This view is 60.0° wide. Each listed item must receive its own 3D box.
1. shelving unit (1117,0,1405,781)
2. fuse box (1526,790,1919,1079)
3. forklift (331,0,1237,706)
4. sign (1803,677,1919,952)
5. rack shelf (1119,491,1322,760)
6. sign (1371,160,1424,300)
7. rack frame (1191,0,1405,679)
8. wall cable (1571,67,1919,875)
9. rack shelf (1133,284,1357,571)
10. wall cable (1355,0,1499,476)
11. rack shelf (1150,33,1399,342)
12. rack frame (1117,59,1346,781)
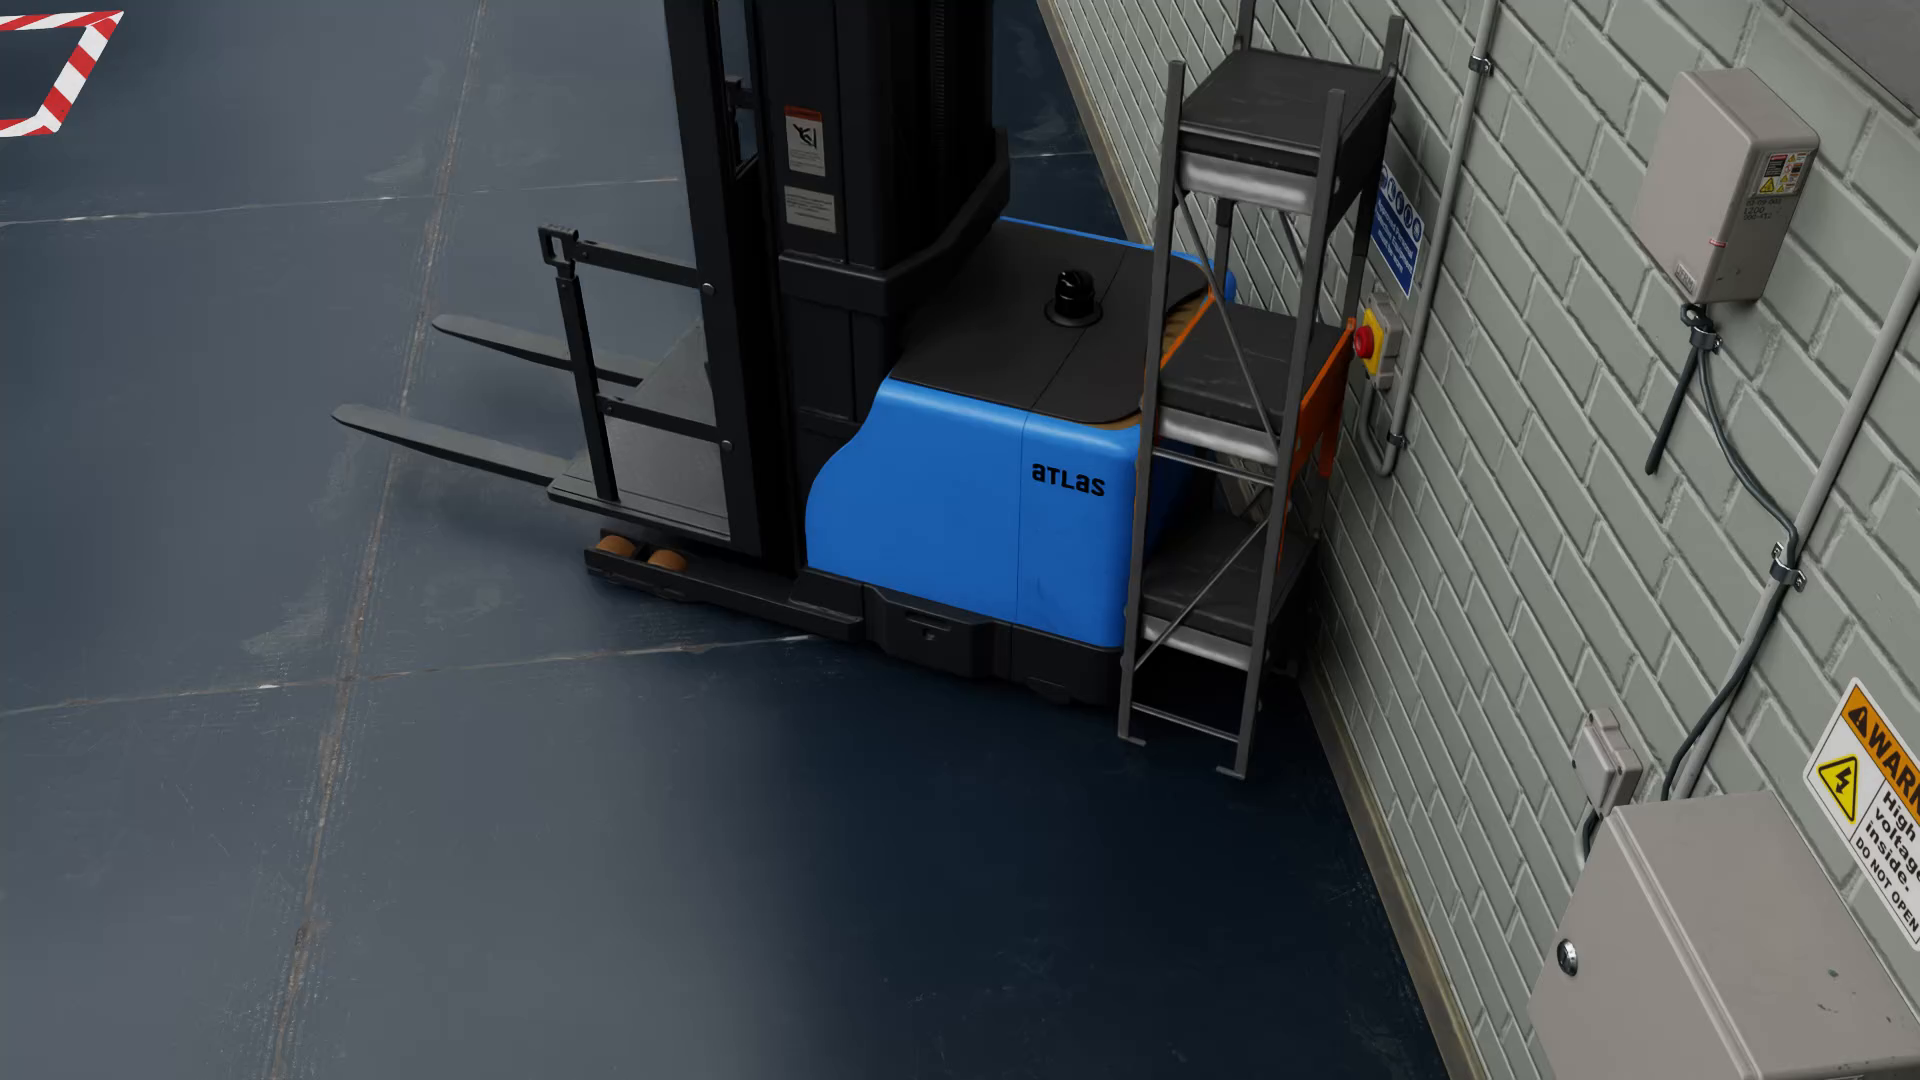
[{"bbox_3d":[0.760,-0.319,4.452,0.431,2.100,0.503,17,41,21],"label":"shelving unit"},{"bbox_3d":[1.166,1.240,3.098,0.414,1.711,0.539,-5,42,-6],"label":"fuse box"},{"bbox_3d":[-0.709,-1.204,4.897,3.031,2.935,1.130,15,44,16],"label":"forklift"},{"bbox_3d":[1.364,0.400,2.450,0.001,0.242,0.339,-5,42,-6],"label":"sign"},{"bbox_3d":[0.762,0.244,4.890,0.431,0.518,0.480,17,41,21],"label":"rack shelf"},{"bbox_3d":[1.092,-0.784,4.178,0.001,0.218,0.327,-5,42,-6],"label":"sign"},{"bbox_3d":[0.870,-0.453,4.624,0.400,2.100,0.015,17,41,21],"label":"rack frame"},{"bbox_3d":[1.233,-0.083,2.844,0.122,1.984,0.588,-5,42,-6],"label":"wall cable"},{"bbox_3d":[0.760,-0.309,4.460,0.431,0.518,0.480,17,41,21],"label":"rack shelf"},{"bbox_3d":[1.038,-1.035,3.876,0.123,1.953,0.585,-5,42,-6],"label":"wall cable"},{"bbox_3d":[0.758,-0.862,4.031,0.431,0.518,0.480,17,41,21],"label":"rack shelf"},{"bbox_3d":[0.651,-0.185,4.280,0.400,2.100,0.015,17,41,21],"label":"rack frame"}]
